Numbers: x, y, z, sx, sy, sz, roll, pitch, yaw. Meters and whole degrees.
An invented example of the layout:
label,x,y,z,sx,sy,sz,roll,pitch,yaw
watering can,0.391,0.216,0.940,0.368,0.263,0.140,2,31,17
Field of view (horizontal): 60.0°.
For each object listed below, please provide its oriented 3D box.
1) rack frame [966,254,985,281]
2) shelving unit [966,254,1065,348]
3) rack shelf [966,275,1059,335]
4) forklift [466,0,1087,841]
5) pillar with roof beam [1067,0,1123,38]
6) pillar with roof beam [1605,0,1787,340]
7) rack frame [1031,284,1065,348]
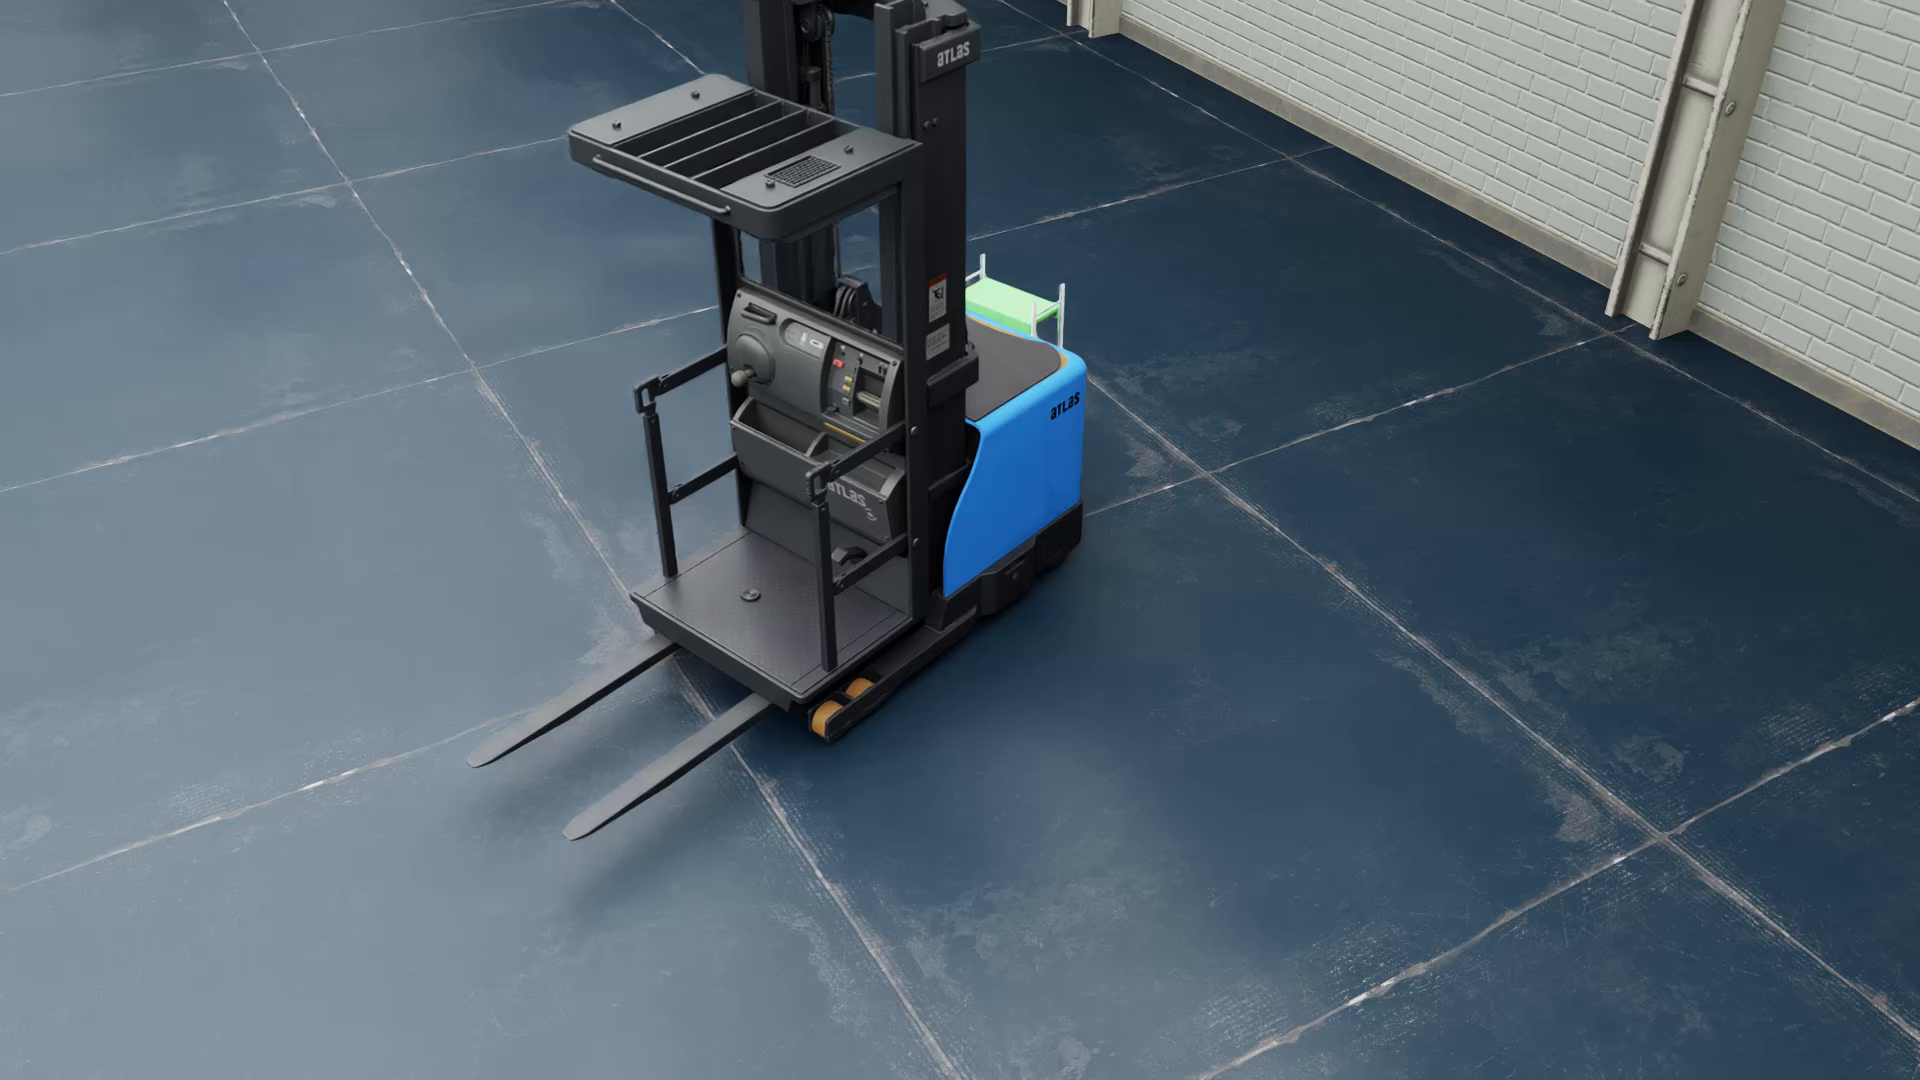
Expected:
label,x,y,z,sx,sy,sz,roll,pitch,yaw
rack frame,0.041,-0.859,8.409,0.015,1.200,0.240,26,44,31
shelving unit,0.228,-0.766,8.282,0.503,1.200,0.258,26,44,31
rack shelf,0.228,-1.102,8.037,0.480,0.148,0.258,26,44,31
forklift,-0.745,-0.669,6.681,1.130,2.935,3.031,27,44,32
pillar with roof beam,-2.573,-6.749,9.861,9.100,9.000,0.400,-19,40,-24
pillar with roof beam,0.441,-3.689,5.671,9.100,9.000,0.400,-19,40,-24
rack frame,0.415,-0.674,8.155,0.015,1.200,0.240,26,44,31
